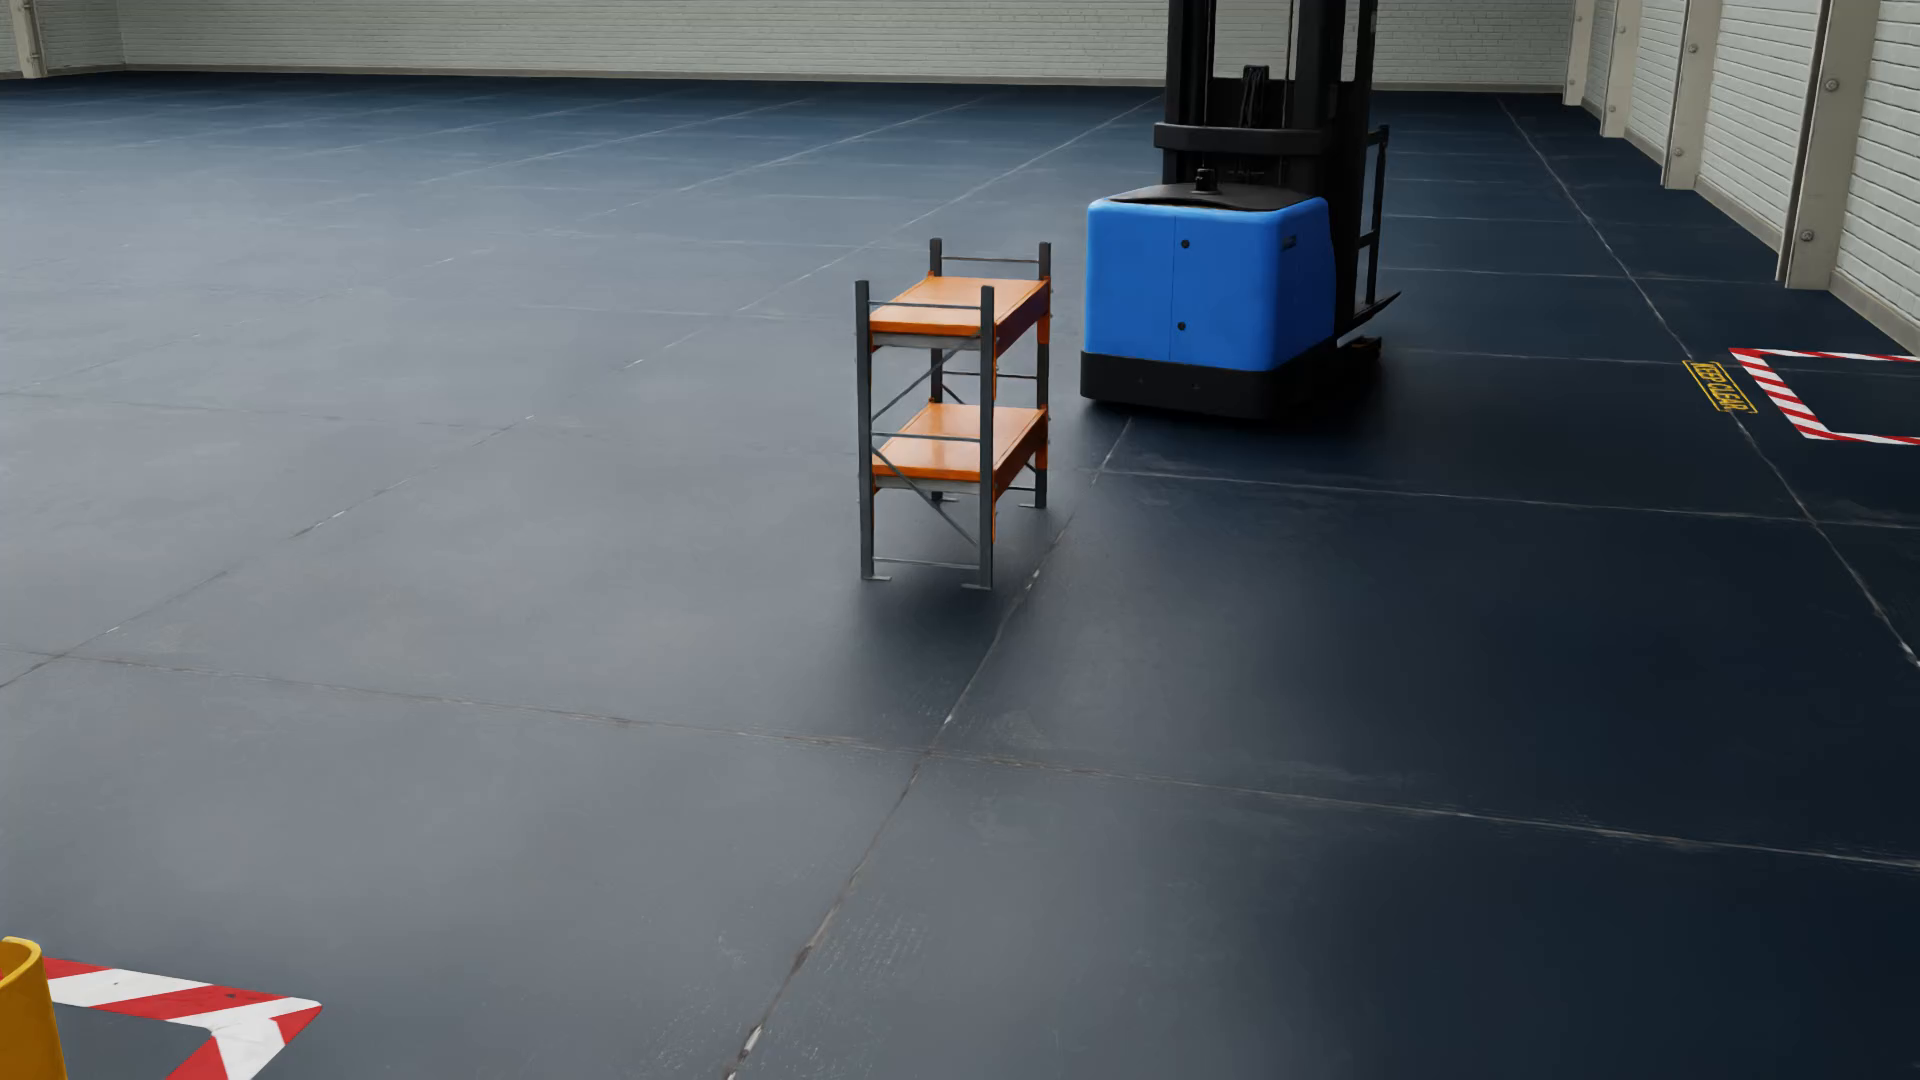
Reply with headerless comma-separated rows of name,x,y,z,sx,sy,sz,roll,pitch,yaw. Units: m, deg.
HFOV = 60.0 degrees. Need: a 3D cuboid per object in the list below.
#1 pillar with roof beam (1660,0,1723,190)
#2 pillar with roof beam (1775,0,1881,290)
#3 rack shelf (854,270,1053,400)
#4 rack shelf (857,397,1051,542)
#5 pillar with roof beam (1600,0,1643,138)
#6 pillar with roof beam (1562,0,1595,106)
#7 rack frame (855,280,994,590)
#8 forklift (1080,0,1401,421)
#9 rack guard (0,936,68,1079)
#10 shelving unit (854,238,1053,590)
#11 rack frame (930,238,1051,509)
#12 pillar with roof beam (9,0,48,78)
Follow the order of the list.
pillar with roof beam,3.452,-8.343,17.192,9.100,9.000,0.400,5,19,13
pillar with roof beam,1.986,-6.463,11.687,9.100,9.000,0.400,5,19,13
rack shelf,-0.002,-0.807,6.405,0.538,0.278,1.000,5,19,13
rack shelf,-0.002,-0.299,6.579,0.538,0.278,1.000,5,19,13
pillar with roof beam,4.918,-10.224,22.698,9.100,9.000,0.400,5,19,13
pillar with roof beam,6.384,-12.105,28.204,9.100,9.000,0.400,5,19,13
rack frame,-0.126,-0.371,6.033,0.500,1.125,0.032,5,19,13
forklift,1.793,-2.407,9.201,1.130,2.935,3.031,10,21,28
rack guard,-2.237,0.975,3.060,1.175,0.500,0.348,5,19,13
shelving unit,-0.002,-0.530,6.500,0.538,1.125,1.048,5,19,13
rack frame,0.123,-0.690,6.966,0.500,1.125,0.032,5,19,13
pillar with roof beam,-15.812,-13.912,33.497,9.100,9.000,0.400,5,19,13
